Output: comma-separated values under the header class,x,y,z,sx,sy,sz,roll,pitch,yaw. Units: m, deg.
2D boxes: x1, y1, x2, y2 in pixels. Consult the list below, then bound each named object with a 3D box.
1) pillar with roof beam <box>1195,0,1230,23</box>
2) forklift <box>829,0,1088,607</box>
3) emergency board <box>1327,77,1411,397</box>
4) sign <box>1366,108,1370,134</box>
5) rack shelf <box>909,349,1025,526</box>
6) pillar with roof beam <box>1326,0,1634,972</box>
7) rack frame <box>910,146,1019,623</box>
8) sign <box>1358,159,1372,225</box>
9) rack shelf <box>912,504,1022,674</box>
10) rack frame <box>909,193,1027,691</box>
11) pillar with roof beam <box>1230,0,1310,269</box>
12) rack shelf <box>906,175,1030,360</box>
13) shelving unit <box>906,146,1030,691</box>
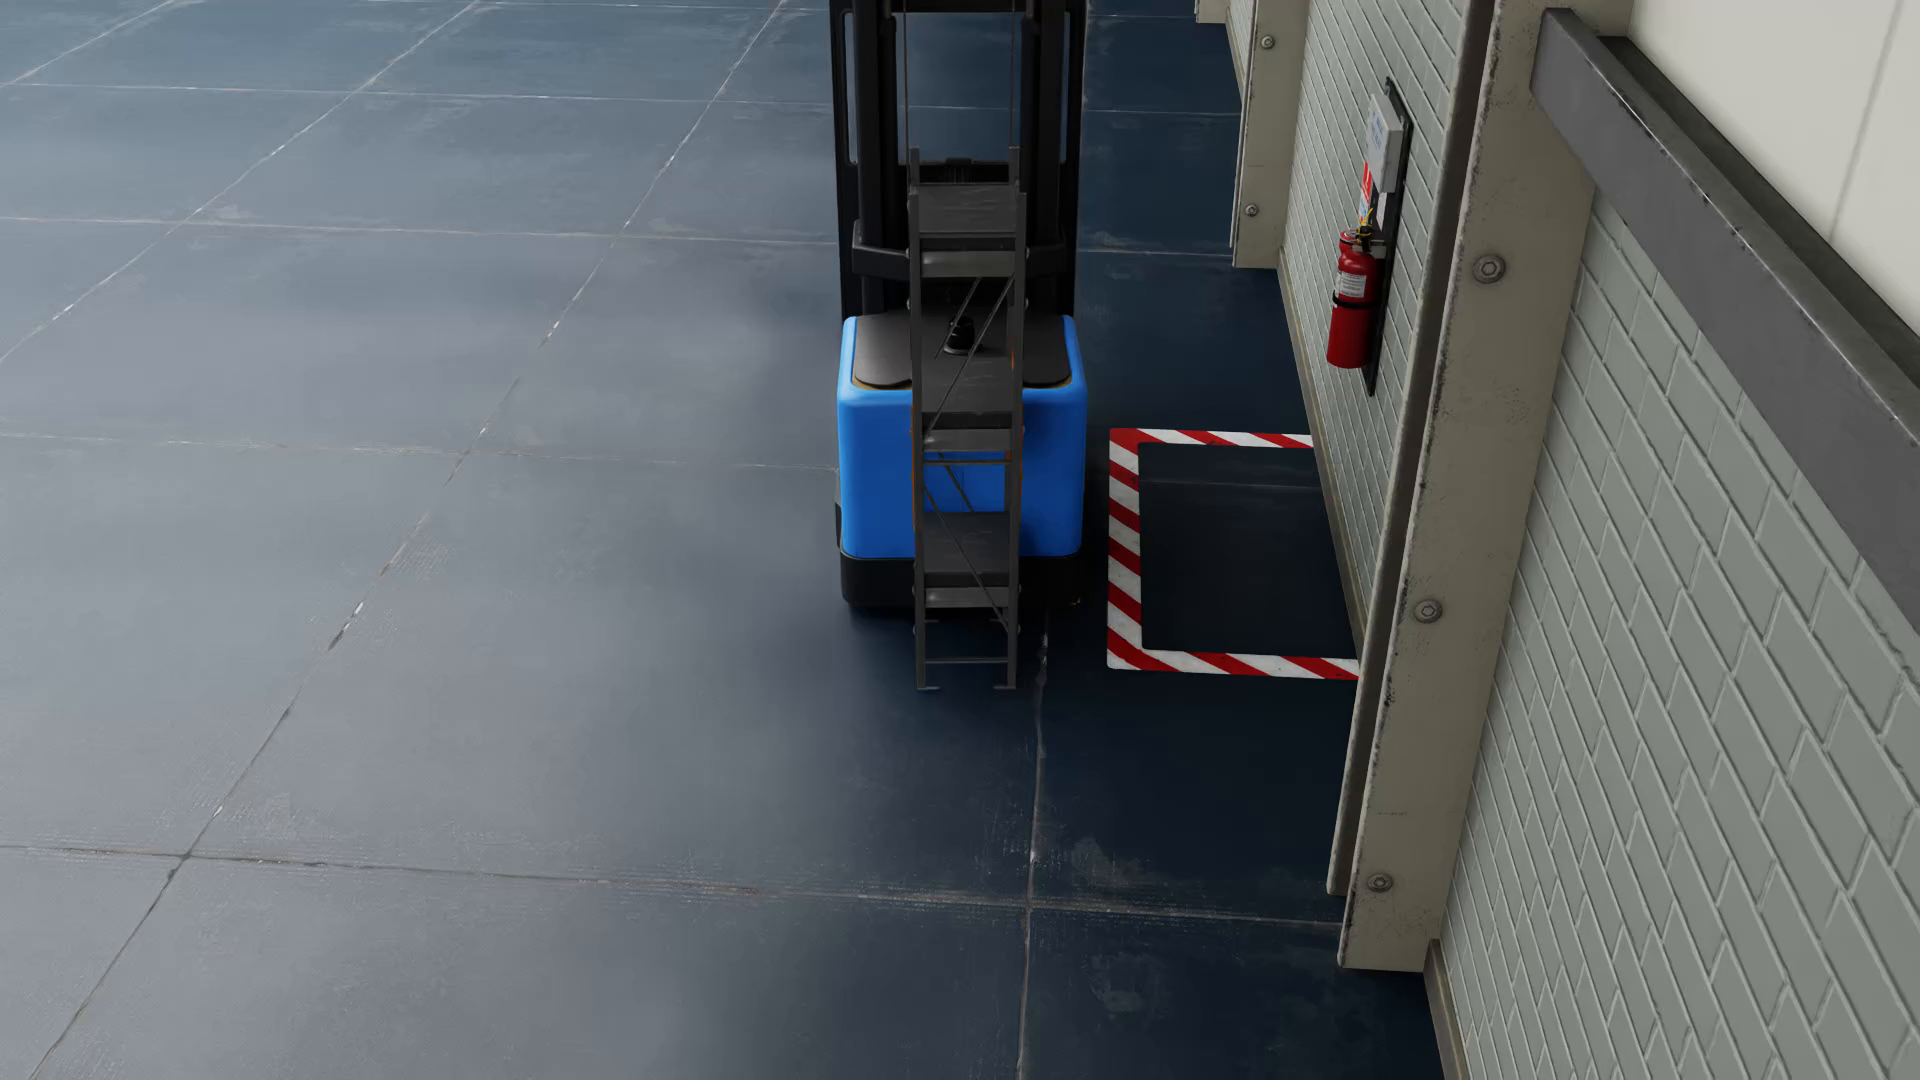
class,x,y,z,sx,sy,sz,roll,pitch,yaw
pillar with roof beam,-1.897,-8.982,13.747,9.100,9.000,0.400,2,32,4
forklift,-0.017,-1.697,7.710,1.130,2.935,3.031,-1,32,-1
emergency board,1.656,-1.260,6.935,0.194,1.169,0.643,2,32,4
sign,1.795,-1.783,7.246,0.001,0.109,0.331,2,32,4
rack shelf,0.022,-0.401,6.426,0.431,0.518,0.480,-1,32,-1
pillar with roof beam,-2.874,-2.707,3.566,9.100,9.000,0.400,2,32,4
rack frame,0.017,-0.541,6.627,0.400,2.100,0.015,-1,32,-1
sign,1.804,-1.560,7.388,0.001,0.329,0.234,2,32,4
rack shelf,0.022,0.195,6.793,0.431,0.518,0.480,-1,32,-1
rack frame,0.027,-0.285,6.211,0.400,2.100,0.015,-1,32,-1
pillar with roof beam,-2.385,-5.845,8.656,9.100,9.000,0.400,2,32,4
rack shelf,0.022,-0.997,6.059,0.431,0.518,0.480,-1,32,-1
shelving unit,0.022,-0.413,6.419,0.431,2.100,0.503,-1,32,-1
